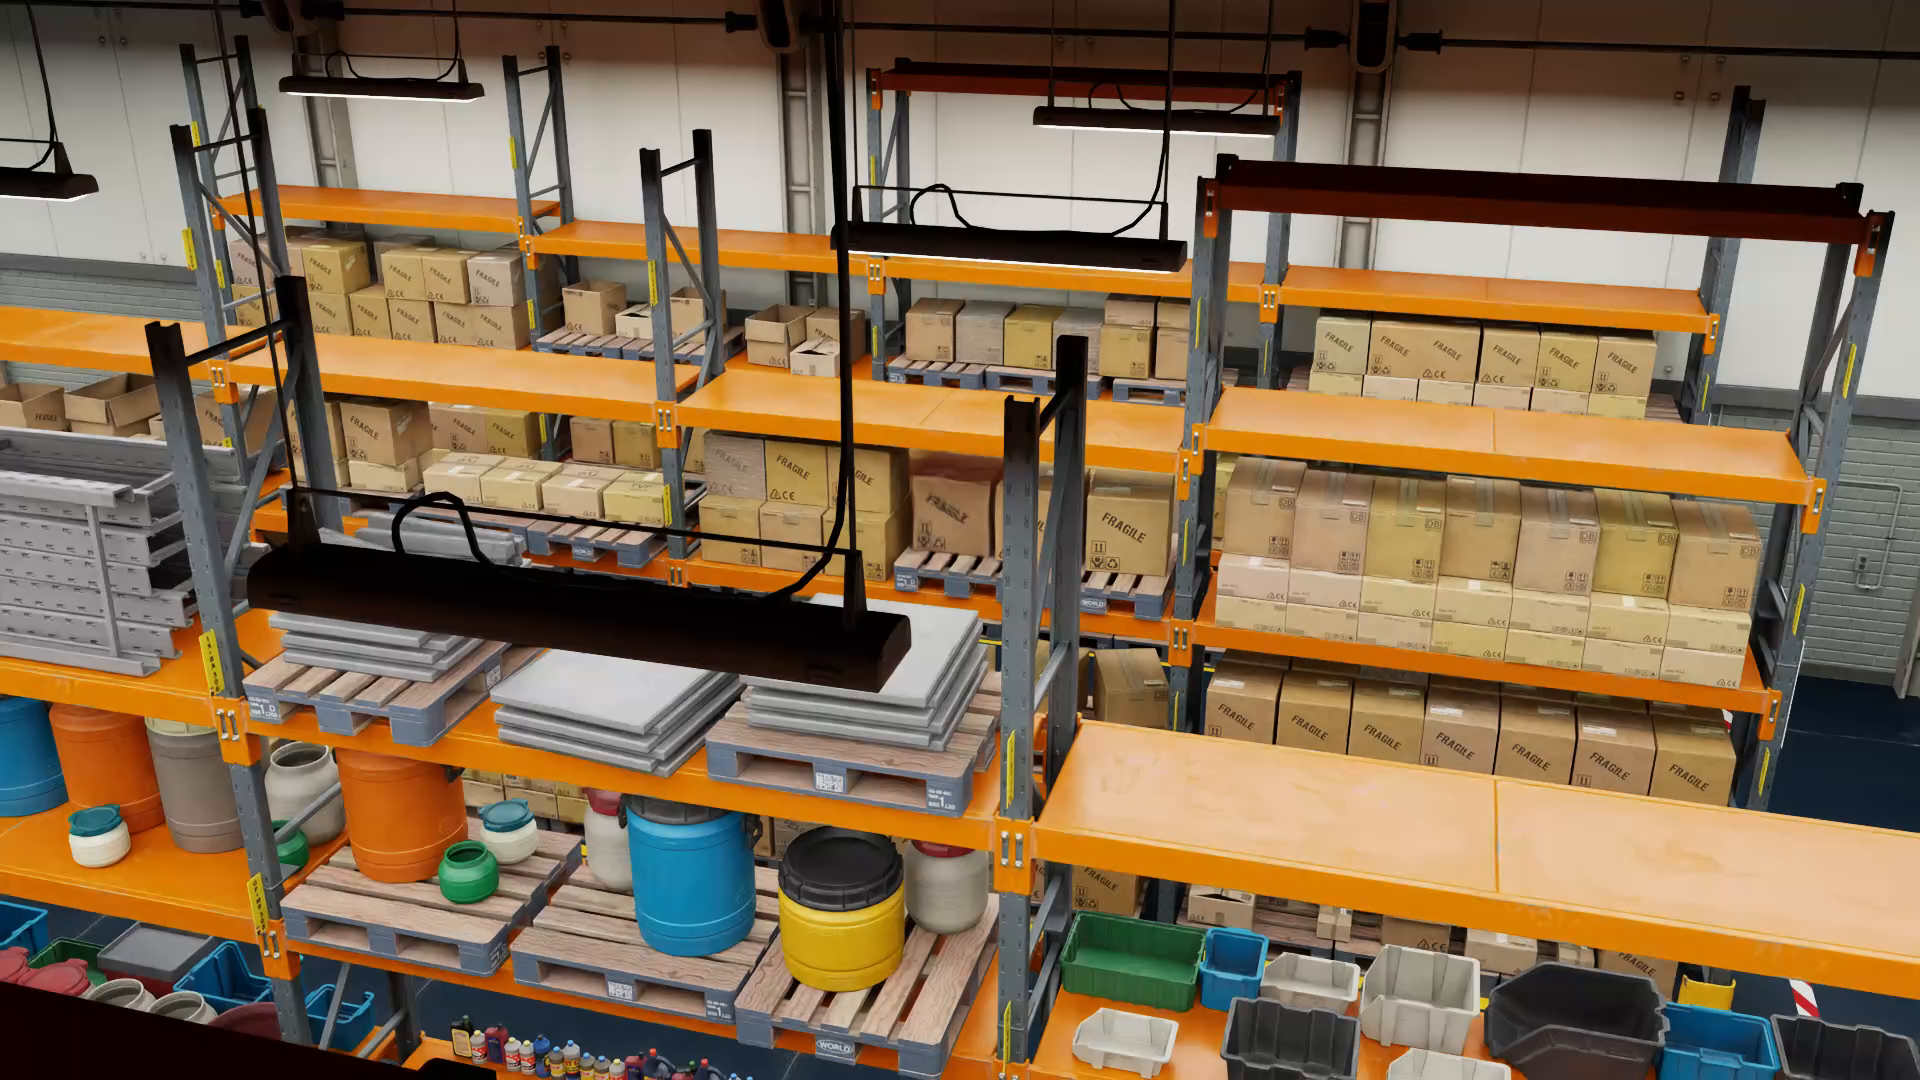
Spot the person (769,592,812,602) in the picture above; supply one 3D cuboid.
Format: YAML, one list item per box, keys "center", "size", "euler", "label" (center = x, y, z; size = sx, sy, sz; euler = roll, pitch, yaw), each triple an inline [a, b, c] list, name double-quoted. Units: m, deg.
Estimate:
- center: [-1.710, 0.371, 17.061]
  size: [0.765, 1.668, 0.570]
  euler: [-3, 23, -7]
  label: "person"
